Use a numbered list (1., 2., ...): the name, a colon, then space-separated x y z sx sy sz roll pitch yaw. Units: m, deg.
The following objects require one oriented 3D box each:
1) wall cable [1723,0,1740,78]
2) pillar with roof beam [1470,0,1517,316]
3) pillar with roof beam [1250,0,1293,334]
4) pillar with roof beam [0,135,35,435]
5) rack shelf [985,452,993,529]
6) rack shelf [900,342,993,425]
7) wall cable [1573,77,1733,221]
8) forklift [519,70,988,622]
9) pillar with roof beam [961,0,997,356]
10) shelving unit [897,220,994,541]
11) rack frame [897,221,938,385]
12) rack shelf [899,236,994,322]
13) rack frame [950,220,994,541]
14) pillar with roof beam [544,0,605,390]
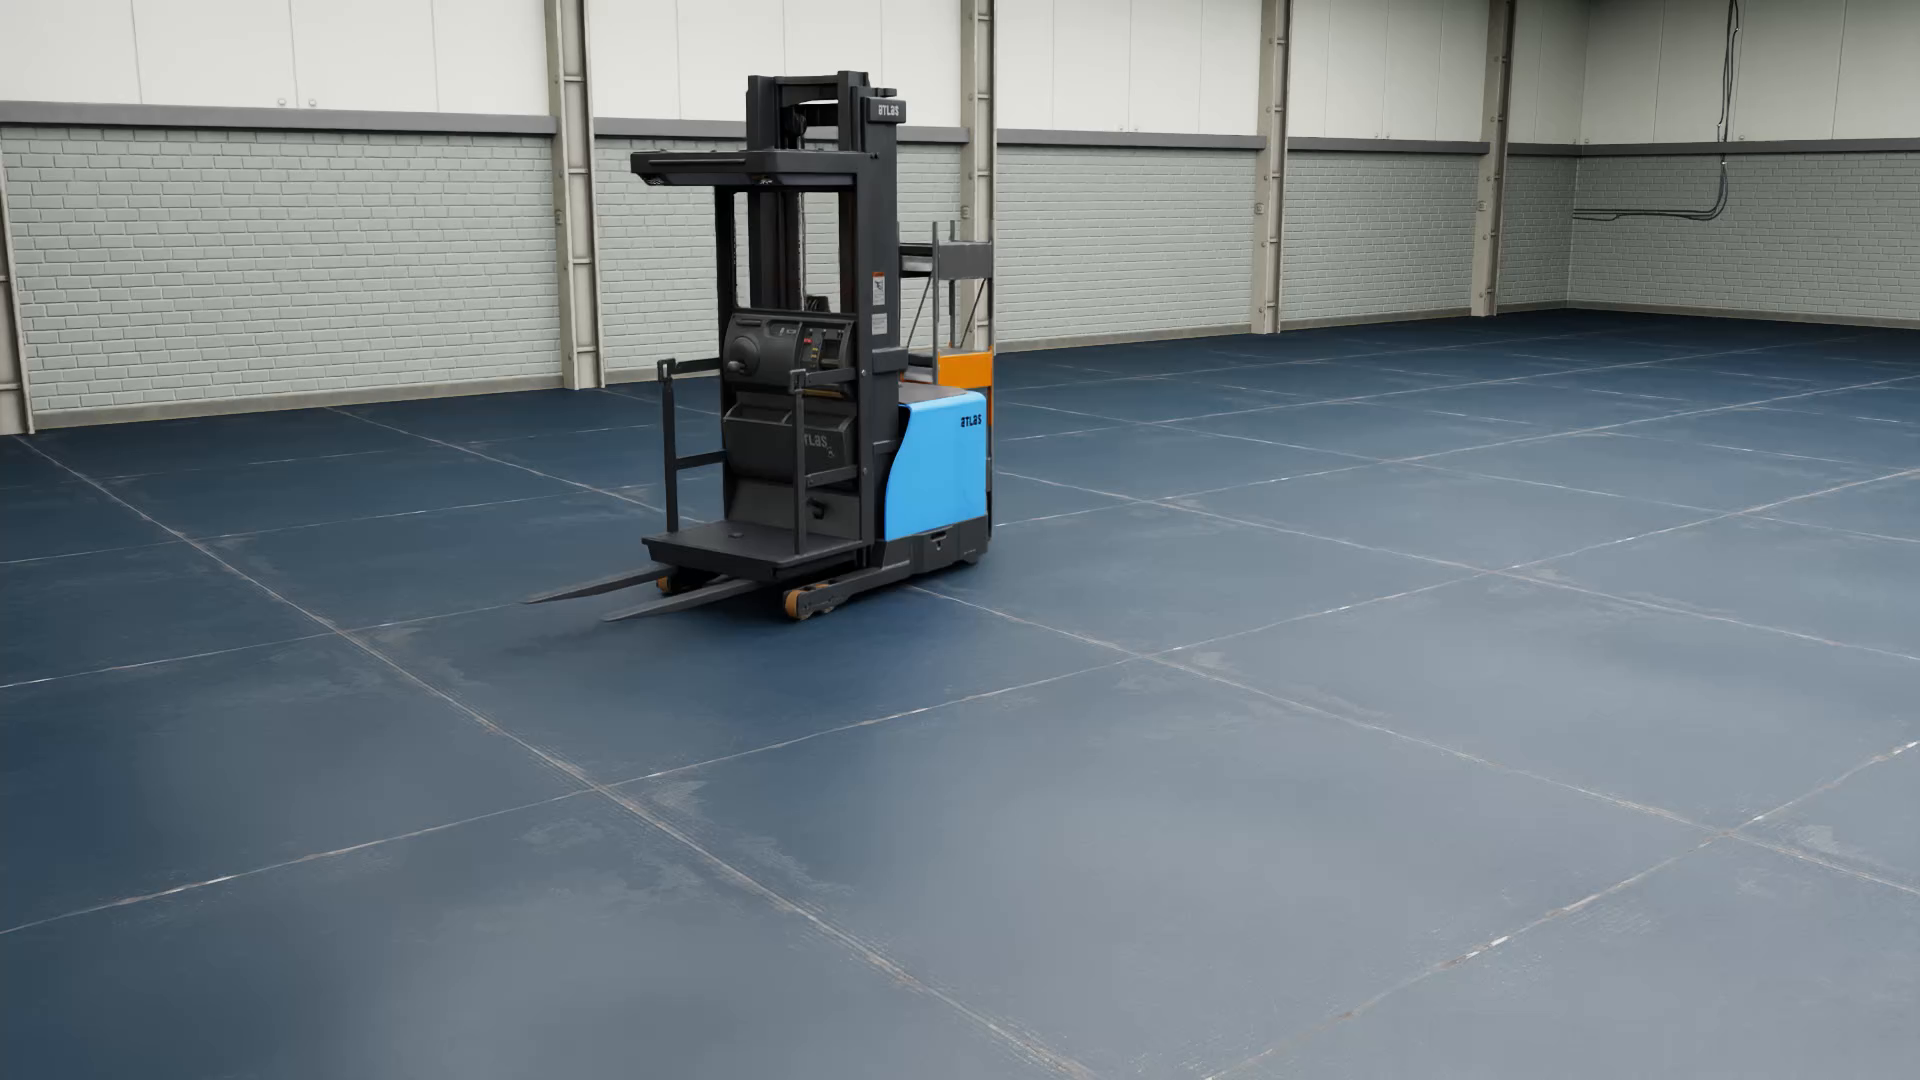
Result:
1. wall cable: 14.441 -9.218 28.190 0.112 2.526 3.097 -9 15 -38
2. pillar with roof beam: 12.314 -7.839 26.380 0.400 9.000 9.100 -9 15 -38
3. pillar with roof beam: 7.629 -7.060 22.714 0.400 9.000 9.100 -9 15 -38
4. pillar with roof beam: -6.427 -4.725 11.714 0.400 9.000 9.100 -9 15 -38
5. rack shelf: -0.102 -0.321 11.023 0.480 0.518 0.431 -11 16 -42
6. rack shelf: -0.102 -1.006 10.878 0.480 0.518 0.431 -11 16 -42
7. wall cable: 12.751 -7.186 30.781 0.112 2.526 3.097 -9 15 -38
8. forklift: -1.106 -1.111 9.307 1.130 2.935 3.031 9 15 36
9. pillar with roof beam: 2.944 -6.282 19.047 0.400 9.000 9.100 -9 15 -38
10. shelving unit: -0.102 -1.020 10.875 0.503 2.100 0.431 -11 16 -42
11. rack frame: -0.280 -0.985 10.712 0.015 2.100 0.400 -11 16 -42
12. rack shelf: -0.102 -1.691 10.733 0.480 0.518 0.431 -11 16 -42
13. rack frame: 0.076 -1.054 11.038 0.015 2.100 0.400 -11 16 -42
14. pillar with roof beam: -1.742 -5.503 15.381 0.400 9.000 9.100 -9 15 -38
